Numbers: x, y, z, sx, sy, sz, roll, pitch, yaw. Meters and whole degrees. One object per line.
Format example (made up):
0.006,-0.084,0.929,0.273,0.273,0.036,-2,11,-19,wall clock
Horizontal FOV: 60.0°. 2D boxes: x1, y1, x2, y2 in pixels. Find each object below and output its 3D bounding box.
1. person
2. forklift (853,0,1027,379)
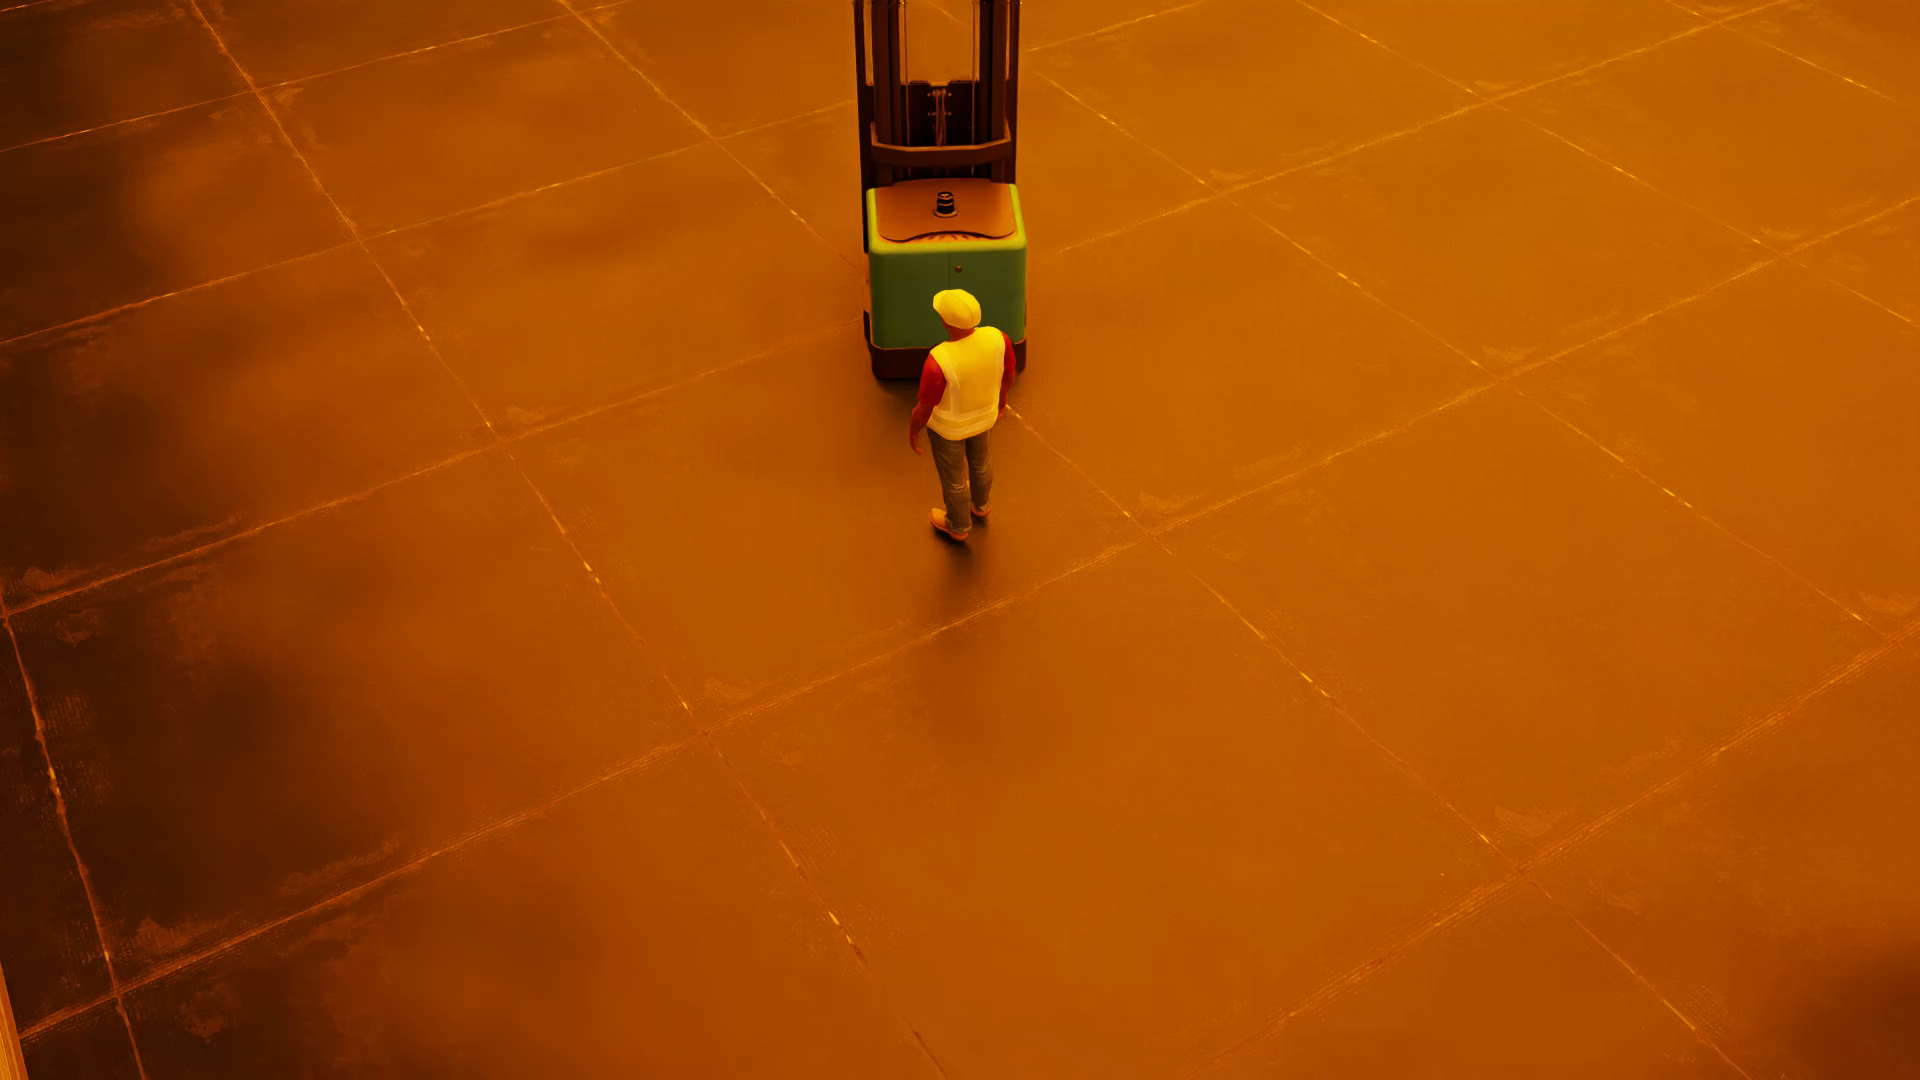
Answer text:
-0.033,-0.741,9.533,0.666,1.767,0.574,-23,46,-24,person
-0.171,-3.152,11.478,1.130,2.935,3.031,-3,41,-3,forklift
